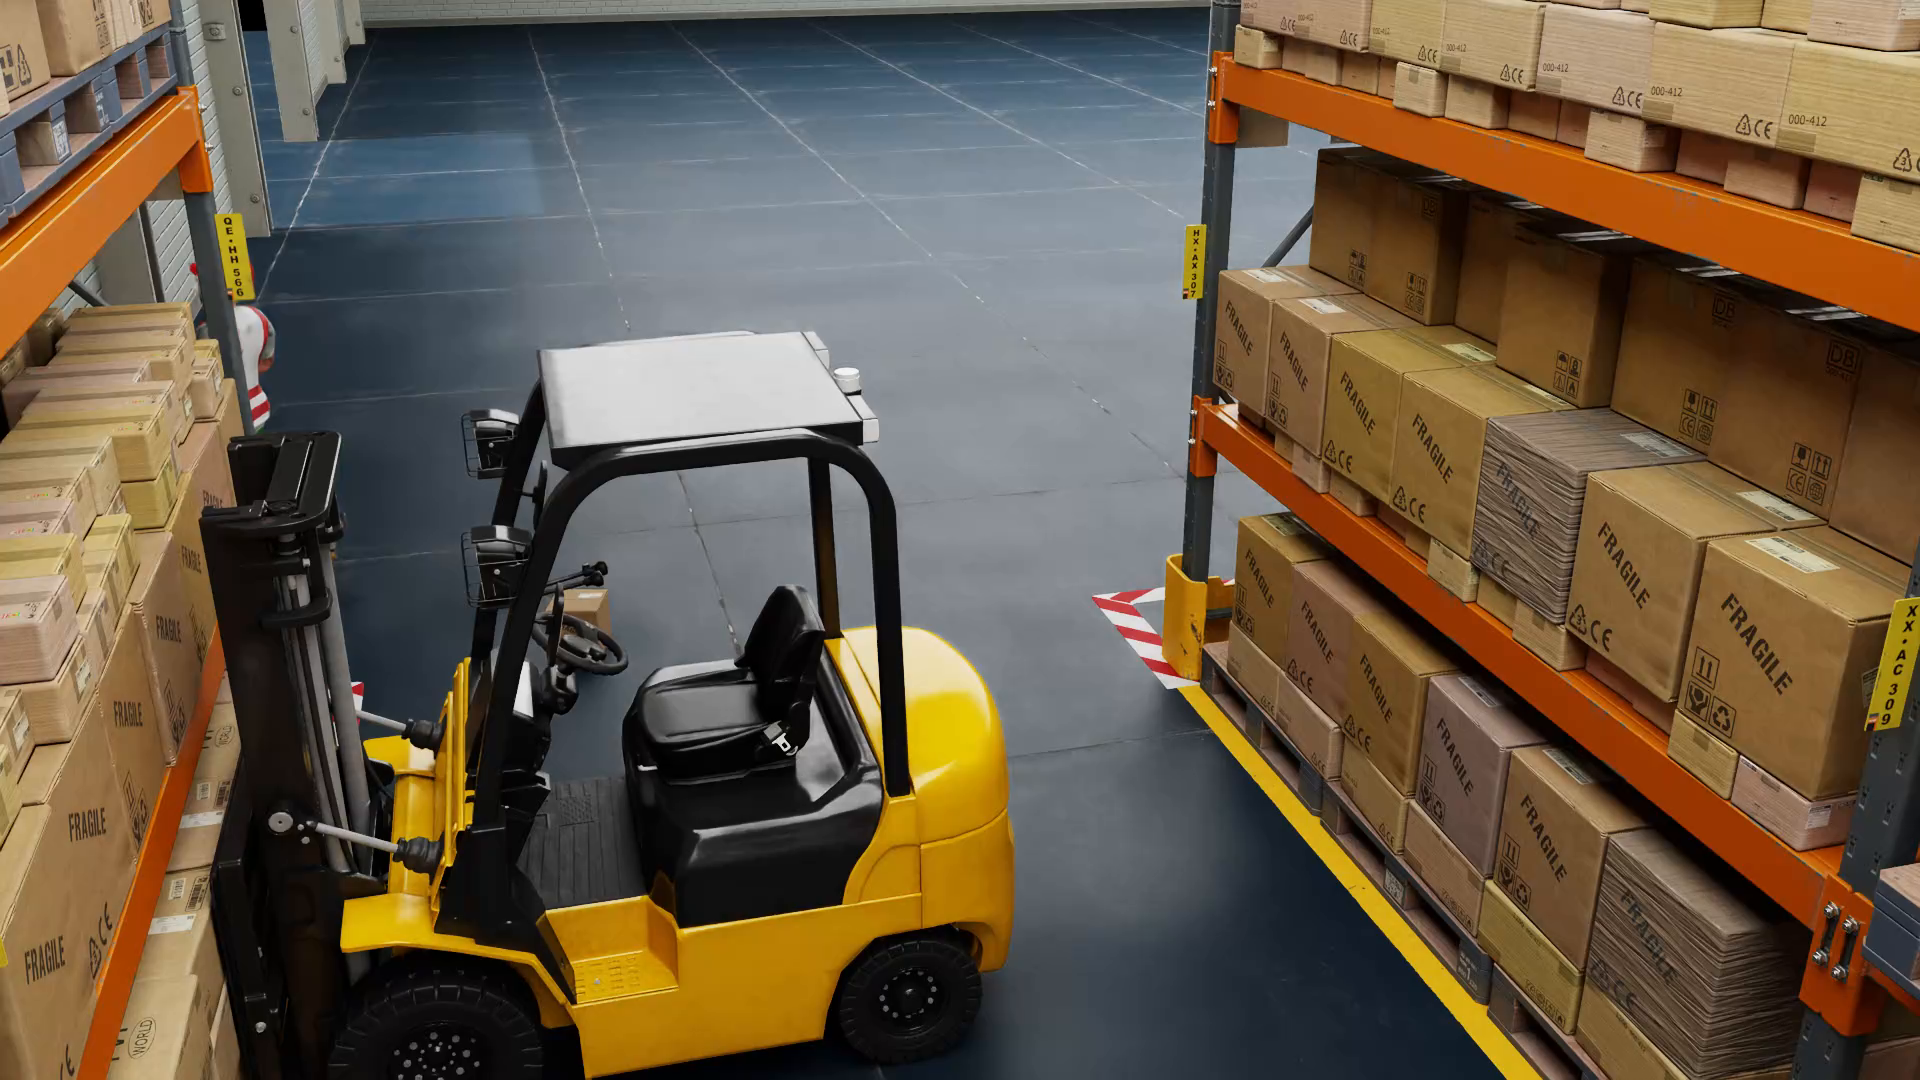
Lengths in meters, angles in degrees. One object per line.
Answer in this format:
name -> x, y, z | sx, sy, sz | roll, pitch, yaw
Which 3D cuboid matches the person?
person -> -3.720, -0.576, 8.427 | 0.839, 1.768, 0.669 | 5, 23, 12
